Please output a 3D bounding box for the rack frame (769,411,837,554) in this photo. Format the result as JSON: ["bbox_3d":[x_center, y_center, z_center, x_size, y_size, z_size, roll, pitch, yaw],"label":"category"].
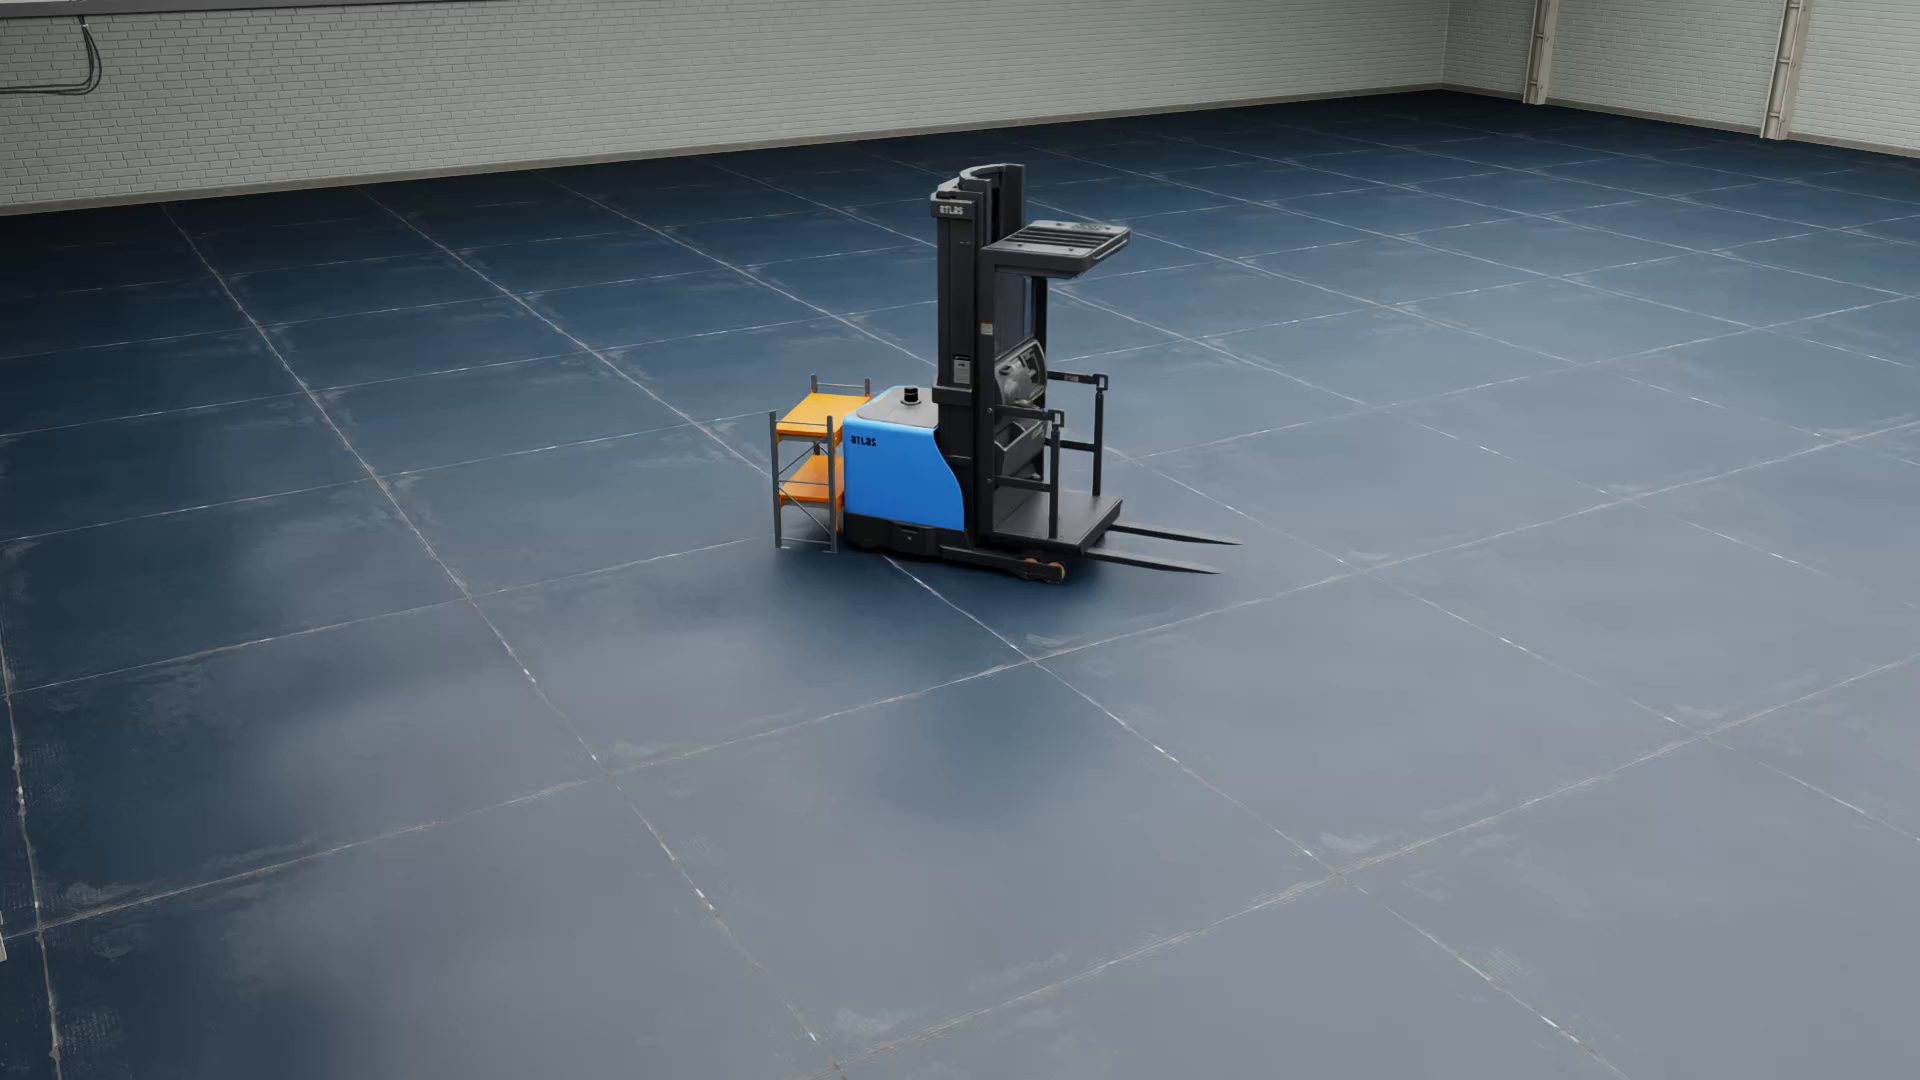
[{"bbox_3d":[-1.210,-0.442,12.872,0.500,1.125,0.032,5,23,12],"label":"rack frame"}]

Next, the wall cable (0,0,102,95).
[{"bbox_3d":[-14.495,-7.732,24.474,3.097,2.526,0.112,-13,25,-28],"label":"wall cable"}]

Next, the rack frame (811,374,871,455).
[{"bbox_3d":[-0.973,-0.814,13.788,0.500,1.125,0.032,5,23,12],"label":"rack frame"}]

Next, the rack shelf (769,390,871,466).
[{"bbox_3d":[-1.091,-0.899,13.220,0.538,0.278,1.000,5,23,12],"label":"rack shelf"}]

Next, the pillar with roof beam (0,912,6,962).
[{"bbox_3d":[-1.231,-2.964,8.619,9.100,9.000,0.400,-13,25,-28],"label":"pillar with roof beam"}]

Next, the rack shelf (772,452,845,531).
[{"bbox_3d":[-1.091,-0.402,13.422,0.538,0.278,1.000,5,23,12],"label":"rack shelf"}]

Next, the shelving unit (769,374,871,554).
[{"bbox_3d":[-1.091,-0.628,13.330,0.538,1.125,1.048,5,23,12],"label":"shelving unit"}]

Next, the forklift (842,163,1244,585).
[{"bbox_3d":[0.645,-1.249,12.459,3.031,2.935,1.130,9,24,22],"label":"forklift"}]

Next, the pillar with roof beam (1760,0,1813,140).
[{"bbox_3d":[12.318,-11.251,29.008,9.100,9.000,0.400,-13,25,-28],"label":"pillar with roof beam"}]

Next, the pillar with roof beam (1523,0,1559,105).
[{"bbox_3d":[9.253,-13.193,33.787,9.100,9.000,0.400,-13,25,-28],"label":"pillar with roof beam"}]
